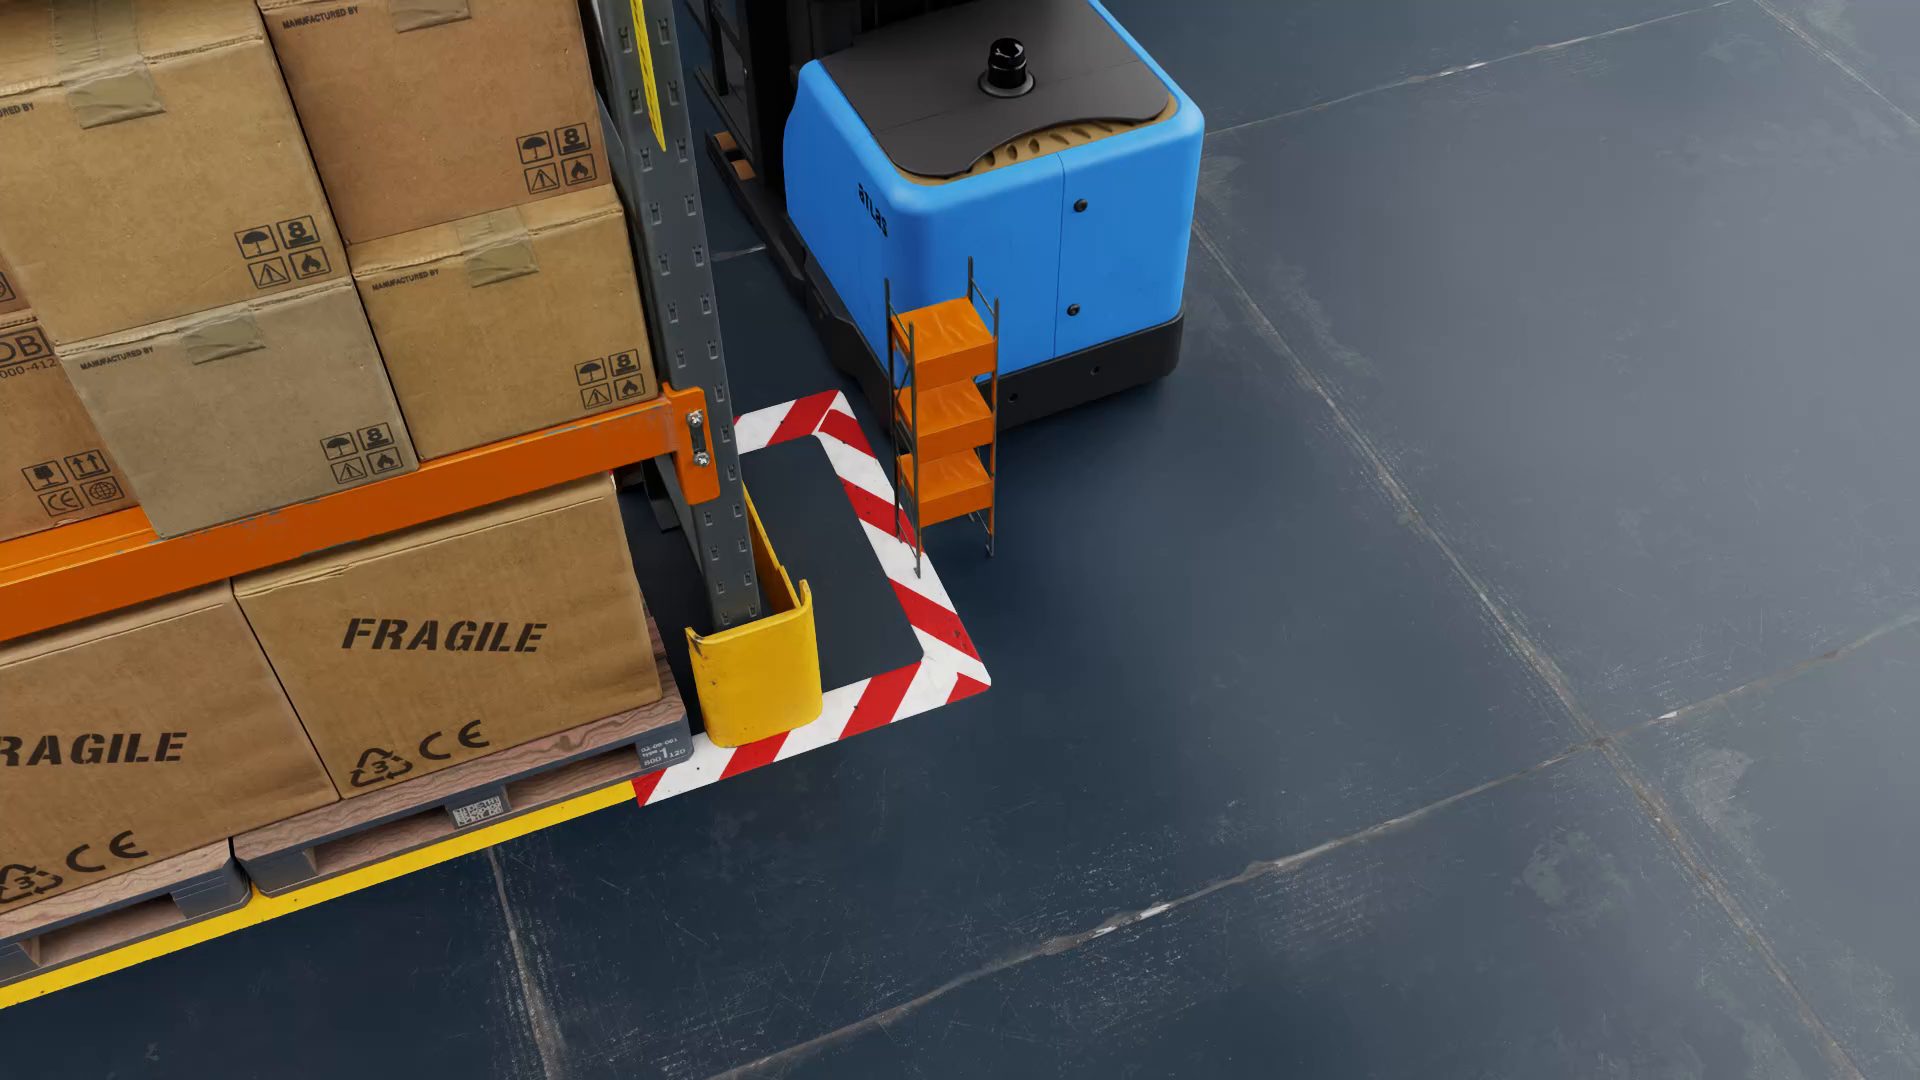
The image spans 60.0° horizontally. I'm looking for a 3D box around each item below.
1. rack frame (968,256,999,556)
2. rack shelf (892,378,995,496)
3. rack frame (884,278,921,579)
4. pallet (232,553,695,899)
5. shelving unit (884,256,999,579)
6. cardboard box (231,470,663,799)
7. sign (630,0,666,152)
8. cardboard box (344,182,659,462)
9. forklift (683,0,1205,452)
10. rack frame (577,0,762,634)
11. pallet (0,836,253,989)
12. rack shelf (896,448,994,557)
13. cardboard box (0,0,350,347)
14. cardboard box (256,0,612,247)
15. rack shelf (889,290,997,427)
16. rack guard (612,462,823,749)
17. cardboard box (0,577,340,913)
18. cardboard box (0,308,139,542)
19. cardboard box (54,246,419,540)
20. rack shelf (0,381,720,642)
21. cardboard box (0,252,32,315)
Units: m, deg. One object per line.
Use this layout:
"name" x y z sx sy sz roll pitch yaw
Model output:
"rack frame" 0.064 -0.362 4.869 0.008 1.050 0.200 -17 52 -14
"rack shelf" -0.049 -0.320 4.847 0.240 0.259 0.215 -17 52 -14
"rack frame" -0.162 -0.292 4.808 0.008 1.050 0.200 -17 52 -14
"pallet" -1.491 0.373 4.791 1.213 0.211 1.003 -17 52 -14
"shelving unit" -0.049 -0.327 4.839 0.252 1.050 0.215 -17 52 -14
"cardboard box" -1.383 -0.024 4.417 0.875 0.875 0.875 -17 51 -14
"sign" -0.588 -0.890 3.117 0.005 0.325 0.100 -17 52 -14
"cardboard box" -1.107 -0.731 3.801 0.550 0.550 0.875 -17 52 -14
"forklift" -0.330 -2.369 5.353 1.130 2.935 3.031 -19 52 -16
"rack frame" -0.781 -0.820 3.977 0.127 3.000 1.000 -17 52 -14
"pallet" -2.619 0.720 4.493 1.213 0.211 1.003 -17 52 -14
"rack shelf" -0.049 -0.139 5.057 0.240 0.259 0.215 -17 52 -14
"cardboard box" -1.613 -0.919 3.251 0.550 0.550 0.875 -17 52 -14
"cardboard box" -1.139 -1.142 3.443 0.550 0.550 0.875 -17 52 -14
"rack shelf" -0.049 -0.505 4.631 0.240 0.259 0.215 -17 52 -14
"rack guard" -0.758 -0.013 4.931 0.348 0.500 1.175 -17 52 -14
"cardboard box" -2.197 0.230 4.199 0.875 0.875 0.875 -18 52 -15
"cardboard box" -2.174 -0.485 3.591 0.550 0.550 0.875 -17 52 -14
"cardboard box" -1.608 -0.558 3.653 0.550 0.550 0.875 -17 52 -14
"rack shelf" -2.632 -0.012 3.757 4.000 0.370 1.077 -17 52 -14
"cardboard box" -2.183 -0.854 3.195 0.550 0.550 0.875 -17 52 -14
